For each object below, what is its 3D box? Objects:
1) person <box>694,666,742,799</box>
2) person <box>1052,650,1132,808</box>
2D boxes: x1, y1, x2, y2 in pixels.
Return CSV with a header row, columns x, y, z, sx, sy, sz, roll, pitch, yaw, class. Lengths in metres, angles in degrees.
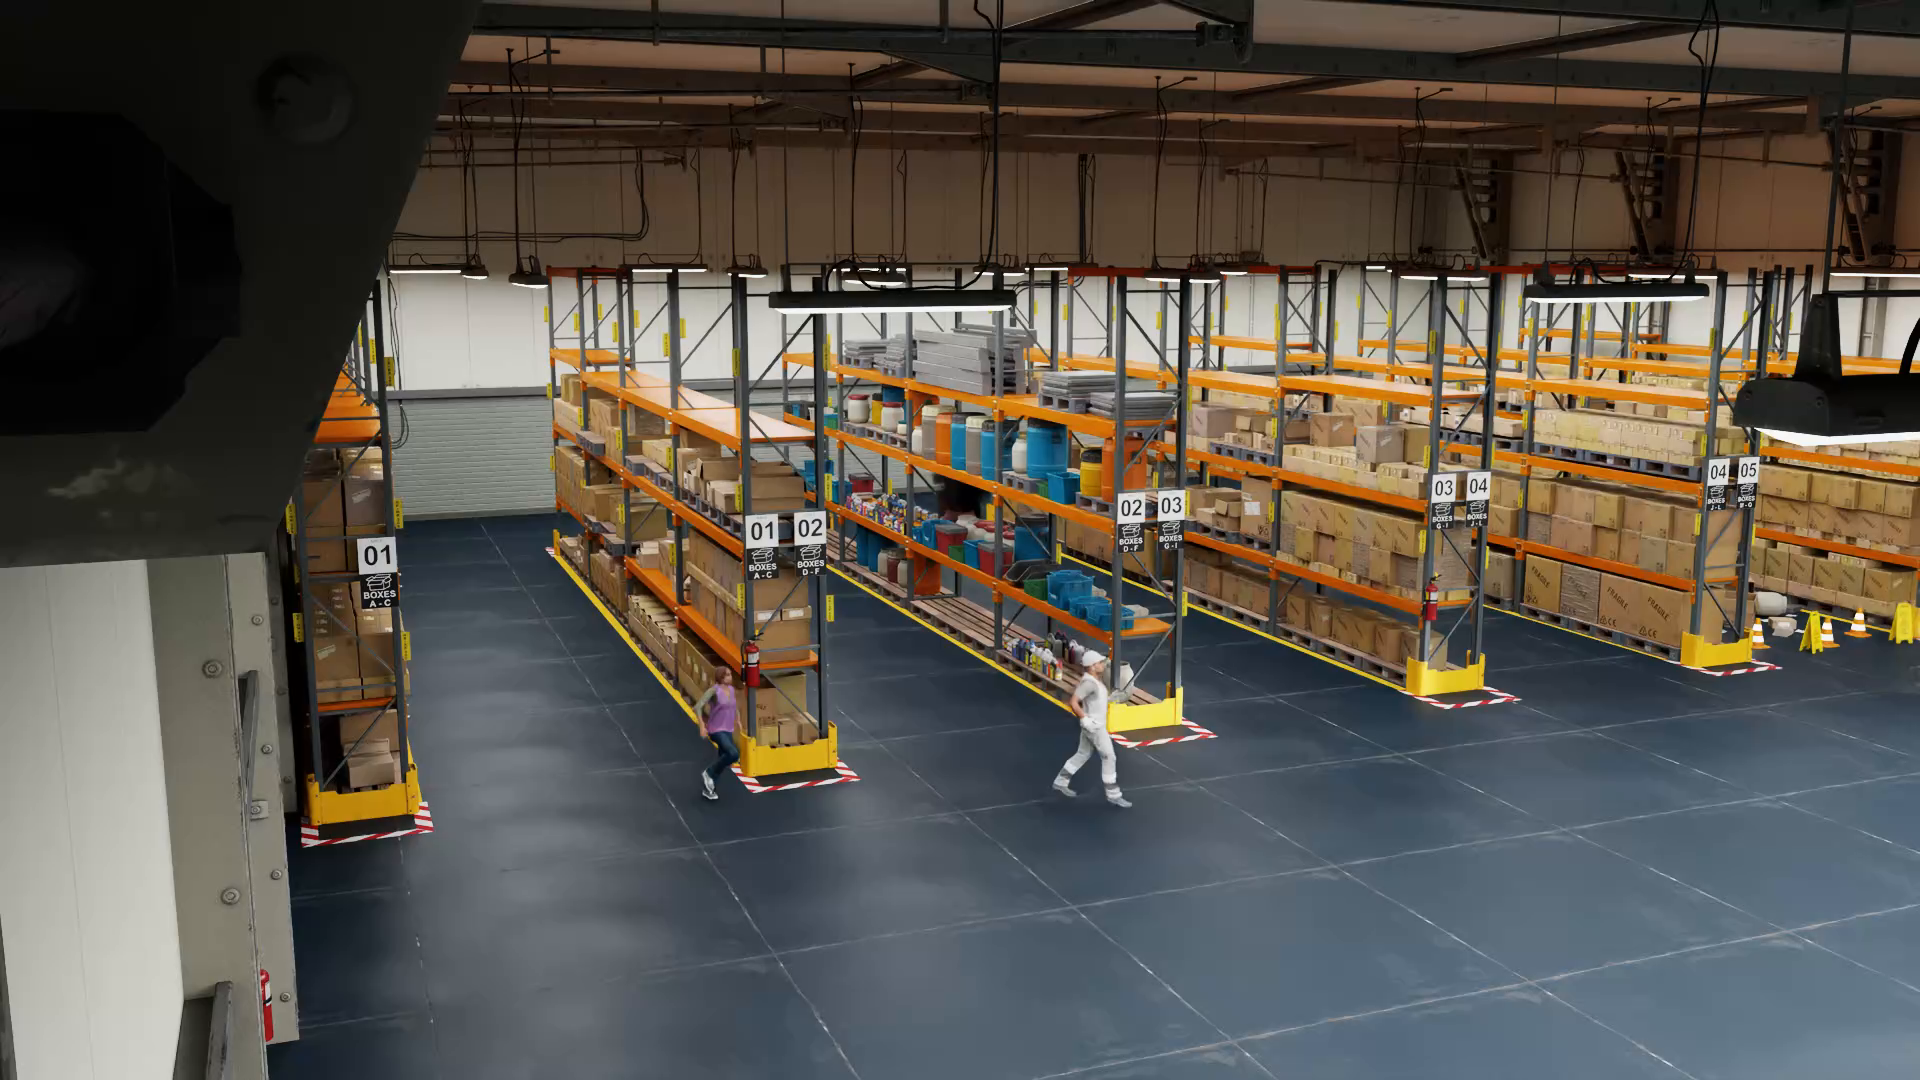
x,y,z,sx,sy,sz,roll,pitch,yaw,class
-2.742,2.246,19.393,0.520,1.510,0.556,6,12,31,person
1.518,2.153,19.017,0.917,1.814,0.660,0,10,1,person
